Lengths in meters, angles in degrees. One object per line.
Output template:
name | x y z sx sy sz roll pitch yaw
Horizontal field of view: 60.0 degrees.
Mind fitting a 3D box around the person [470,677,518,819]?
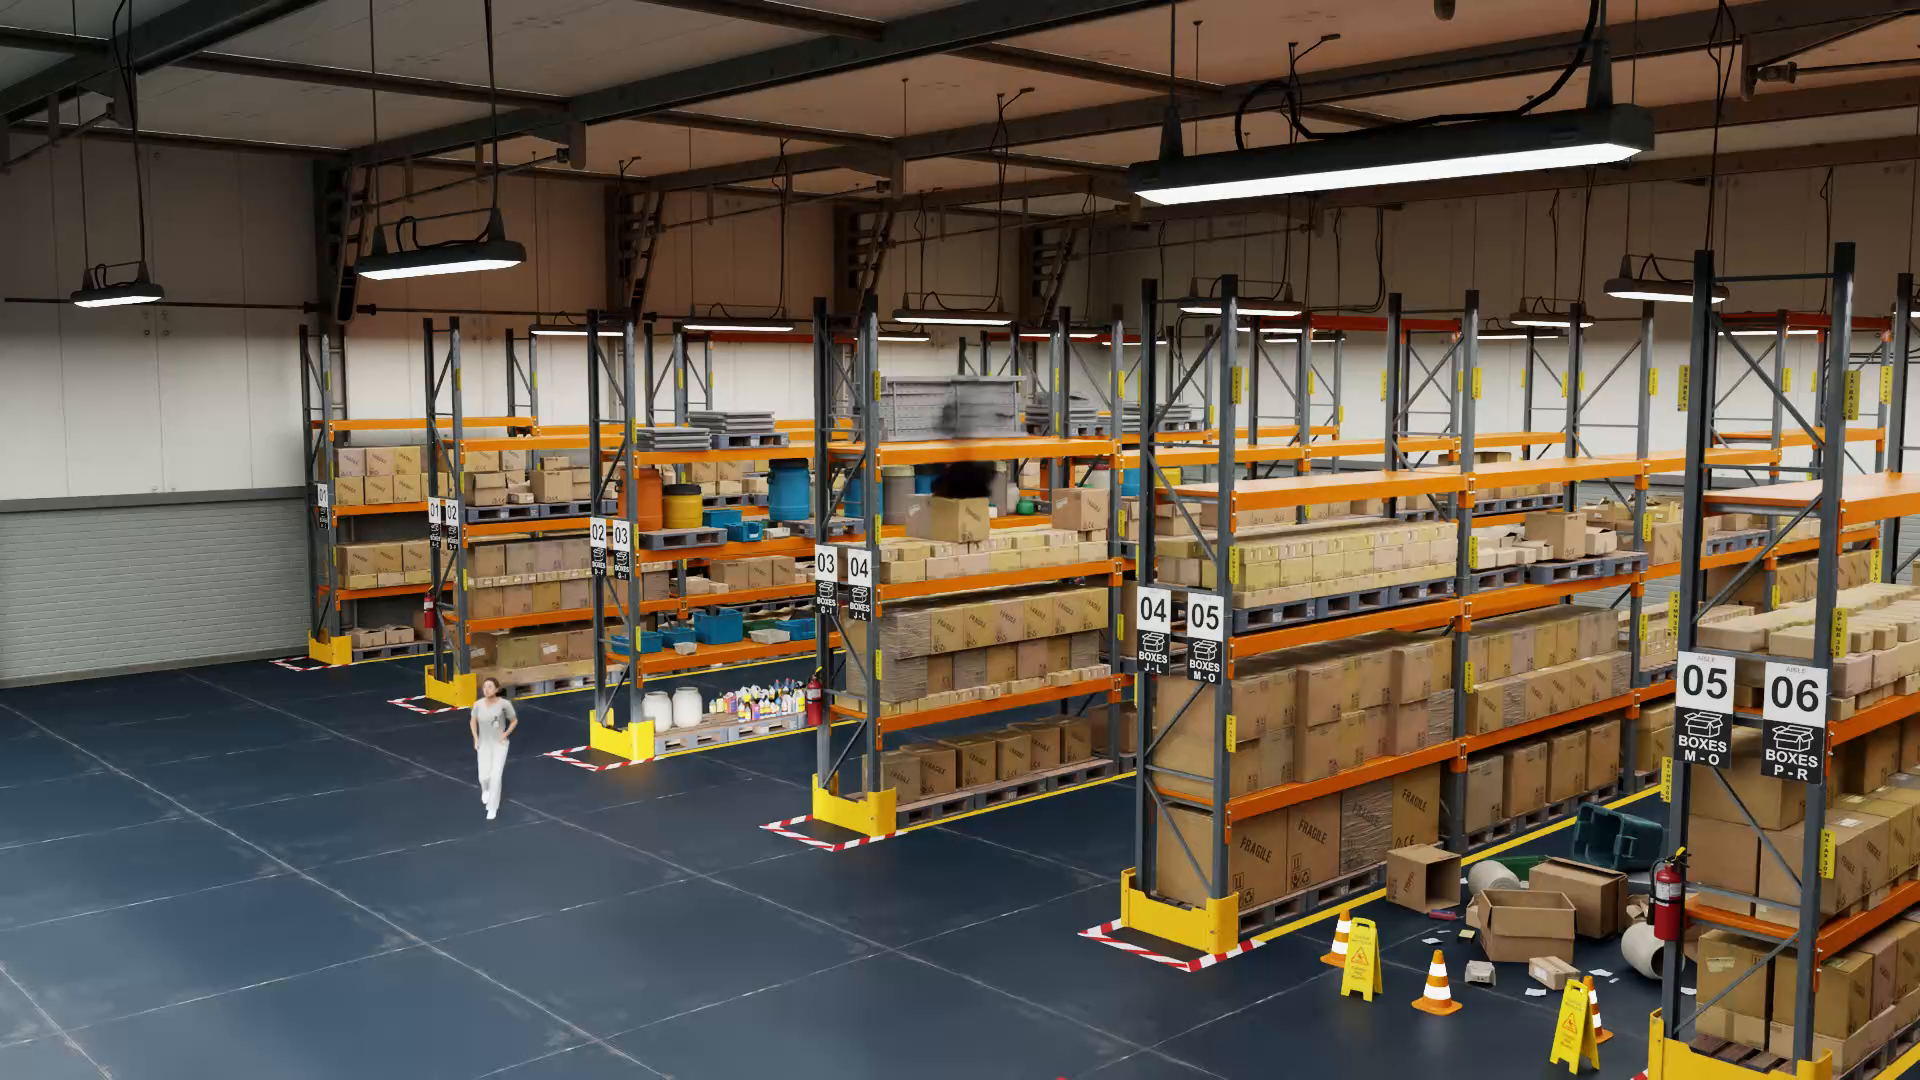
person | -5.435 2.404 19.413 0.560 1.639 0.605 0 6 -5

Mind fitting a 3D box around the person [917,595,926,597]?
person | -0.762 1.338 29.295 0.651 1.742 0.644 5 8 40
